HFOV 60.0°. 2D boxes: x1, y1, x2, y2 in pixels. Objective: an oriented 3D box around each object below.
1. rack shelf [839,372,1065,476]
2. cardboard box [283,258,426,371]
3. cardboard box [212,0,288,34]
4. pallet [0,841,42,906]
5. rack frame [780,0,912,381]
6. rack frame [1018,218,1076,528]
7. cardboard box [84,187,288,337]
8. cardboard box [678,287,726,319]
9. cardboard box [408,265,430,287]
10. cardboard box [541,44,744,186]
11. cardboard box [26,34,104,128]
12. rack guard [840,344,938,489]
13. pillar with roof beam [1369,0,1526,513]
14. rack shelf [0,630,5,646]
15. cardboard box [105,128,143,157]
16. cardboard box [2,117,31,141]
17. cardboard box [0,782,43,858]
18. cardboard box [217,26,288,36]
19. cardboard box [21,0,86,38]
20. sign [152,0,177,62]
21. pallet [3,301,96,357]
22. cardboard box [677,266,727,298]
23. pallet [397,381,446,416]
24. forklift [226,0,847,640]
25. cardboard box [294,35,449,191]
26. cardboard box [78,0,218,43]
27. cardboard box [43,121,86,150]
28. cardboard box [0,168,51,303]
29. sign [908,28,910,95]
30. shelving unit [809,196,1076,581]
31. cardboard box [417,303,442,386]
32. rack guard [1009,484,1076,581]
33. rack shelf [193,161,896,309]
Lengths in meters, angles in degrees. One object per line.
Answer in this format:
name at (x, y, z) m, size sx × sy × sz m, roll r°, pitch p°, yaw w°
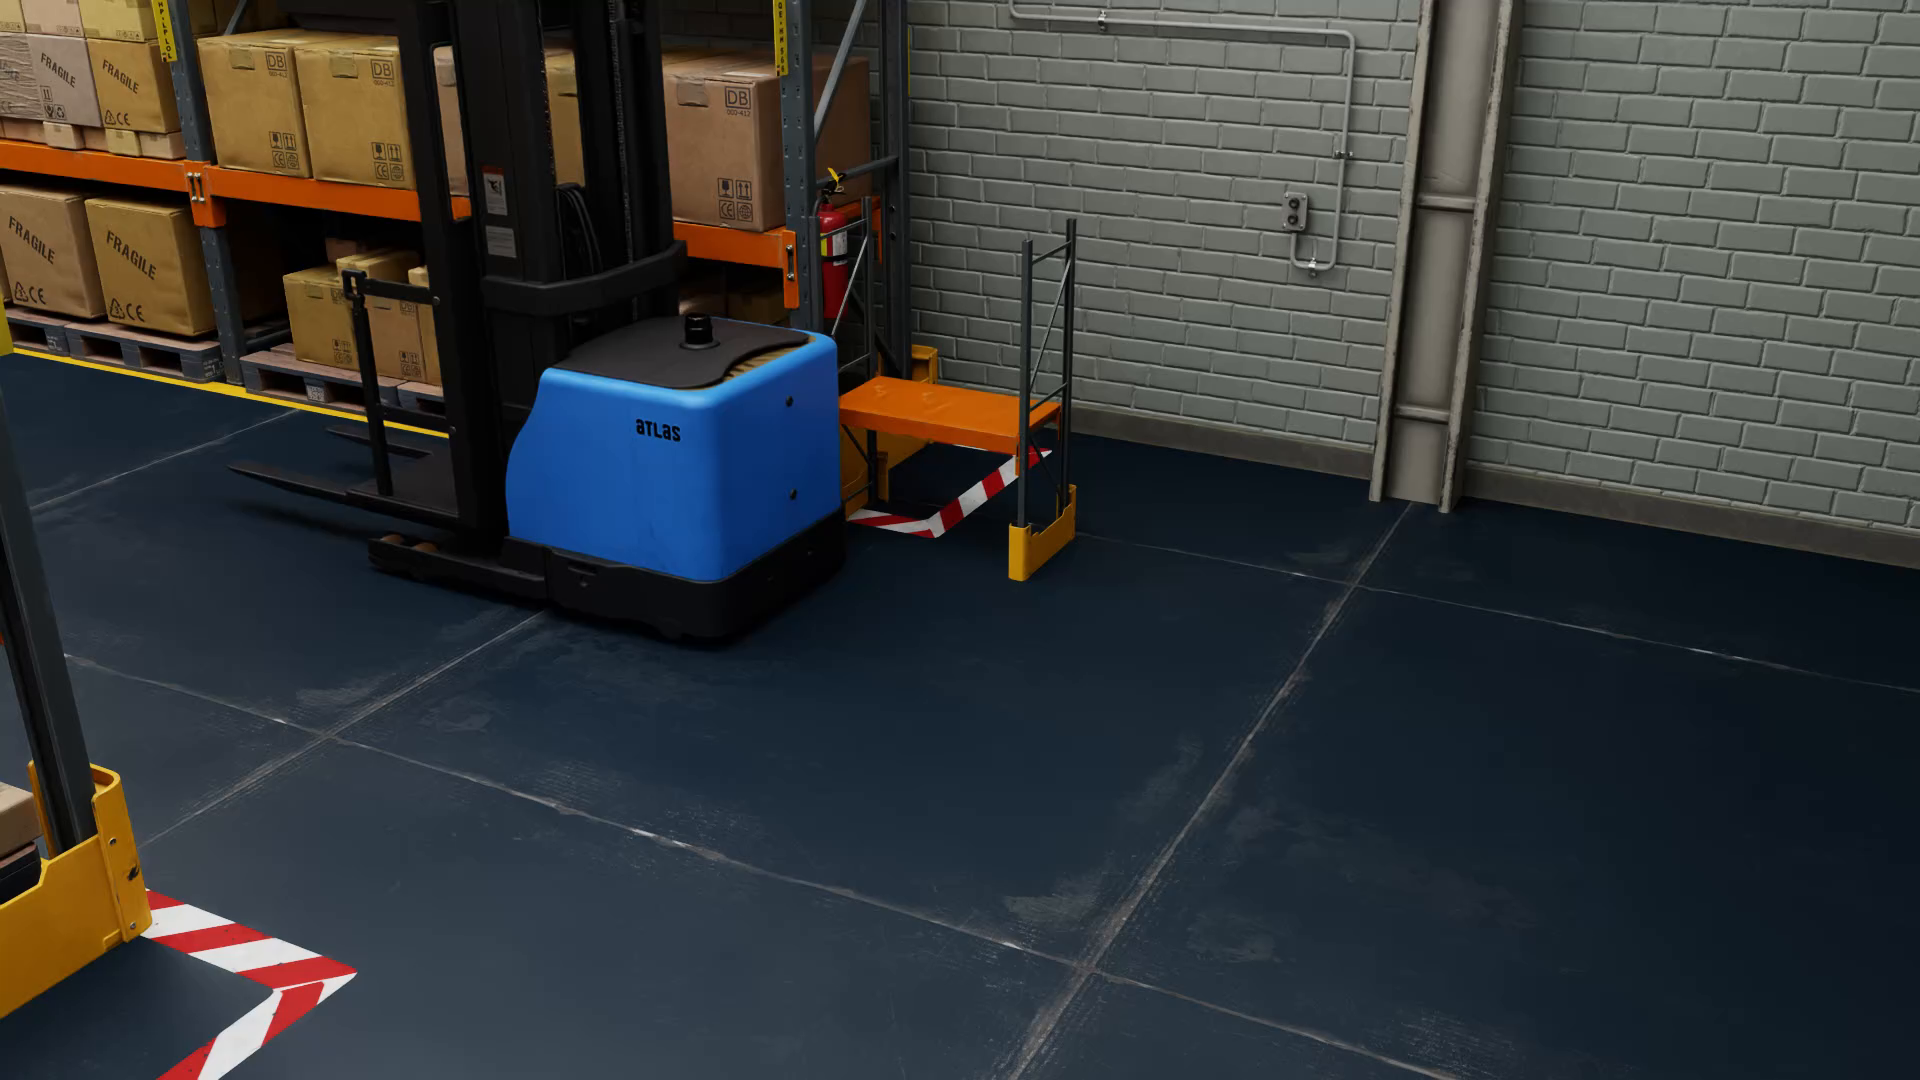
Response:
rack shelf at (-0.076, -0.540, 7.562) m, size 1.000 × 0.185 × 0.538 m, roll 11°, pitch 25°, yaw 25°
cardboard box at (-3.484, -1.353, 9.756) m, size 0.500 × 0.500 × 0.700 m, roll 12°, pitch 26°, yaw 25°
cardboard box at (-4.398, -3.187, 9.920) m, size 0.500 × 0.250 × 0.500 m, roll 12°, pitch 26°, yaw 26°
pallet at (-3.547, 1.089, 4.920) m, size 1.213 × 0.211 × 1.003 m, roll 11°, pitch 25°, yaw 25°
rack frame at (-0.535, -1.771, 8.083) m, size 0.127 × 3.000 × 1.000 m, roll 11°, pitch 25°, yaw 25°
rack frame at (0.378, -0.615, 7.281) m, size 0.032 × 1.500 × 0.500 m, roll 11°, pitch 25°, yaw 25°
cardboard box at (-4.744, -1.751, 10.245) m, size 0.750 × 0.750 × 0.750 m, roll 12°, pitch 26°, yaw 25°
cardboard box at (-1.402, -1.161, 8.475) m, size 0.250 × 0.149 × 0.380 m, roll 11°, pitch 25°, yaw 24°
cardboard box at (-2.795, -1.435, 9.120) m, size 0.250 × 0.149 × 0.380 m, roll 10°, pitch 25°, yaw 23°
cardboard box at (-1.649, -2.121, 8.520) m, size 0.700 × 0.700 × 0.980 m, roll 11°, pitch 25°, yaw 24°
cardboard box at (-5.090, -2.750, 9.850) m, size 0.500 × 0.500 × 0.500 m, roll 11°, pitch 26°, yaw 25°
rack guard at (-0.514, -0.617, 8.562) m, size 0.348 × 0.500 × 1.175 m, roll 11°, pitch 25°, yaw 25°
pillar with roof beam at (0.322, -2.854, 2.962) m, size 0.400 × 9.000 × 9.100 m, roll 11°, pitch 25°, yaw 25°
rack shelf at (-4.552, -0.063, 4.984) m, size 4.000 × 0.370 × 1.077 m, roll 11°, pitch 25°, yaw 25°
cardboard box at (-4.770, -2.369, 9.782) m, size 0.250 × 0.149 × 0.380 m, roll 12°, pitch 26°, yaw 26°
cardboard box at (-5.648, -2.572, 10.260) m, size 0.250 × 0.149 × 0.380 m, roll 10°, pitch 25°, yaw 23°
cardboard box at (-2.986, 0.875, 4.941) m, size 0.250 × 0.149 × 0.380 m, roll 11°, pitch 25°, yaw 25°
cardboard box at (-4.402, -2.839, 10.060) m, size 0.500 × 0.500 × 0.500 m, roll 10°, pitch 25°, yaw 23°
cardboard box at (-5.089, -3.102, 9.719) m, size 0.500 × 0.250 × 0.500 m, roll 12°, pitch 26°, yaw 26°
sign at (-4.341, -2.783, 9.083) m, size 0.005 × 0.325 × 0.100 m, roll 11°, pitch 25°, yaw 25°
pallet at (-5.920, -1.519, 11.053) m, size 1.213 × 0.211 × 1.003 m, roll 11°, pitch 25°, yaw 25°
cardboard box at (-1.456, -1.339, 8.893) m, size 0.250 × 0.149 × 0.380 m, roll 11°, pitch 26°, yaw 25°
pallet at (-2.369, -0.818, 9.404) m, size 1.213 × 0.211 × 1.003 m, roll 11°, pitch 25°, yaw 25°
forklift at (-2.051, -1.338, 7.151) m, size 3.031 × 2.935 × 1.130 m, roll 12°, pitch 26°, yaw 26°
cardboard box at (-2.979, -2.384, 9.139) m, size 0.700 × 0.700 × 0.980 m, roll 11°, pitch 25°, yaw 23°
cardboard box at (-4.637, -3.008, 9.499) m, size 0.500 × 0.250 × 0.500 m, roll 12°, pitch 26°, yaw 26°
cardboard box at (-5.243, -2.456, 9.988) m, size 0.250 × 0.149 × 0.380 m, roll 11°, pitch 25°, yaw 25°
cardboard box at (-6.299, -2.056, 10.961) m, size 0.750 × 0.750 × 0.750 m, roll 11°, pitch 25°, yaw 24°
sign at (-0.280, -2.399, 8.351) m, size 0.005 × 0.325 × 0.100 m, roll 11°, pitch 25°, yaw 25°
shelving unit at (-0.068, -0.704, 7.488) m, size 1.083 × 1.500 × 0.587 m, roll 11°, pitch 25°, yaw 25°
cardboard box at (-2.580, -1.172, 9.330) m, size 0.500 × 0.500 × 0.700 m, roll 12°, pitch 26°, yaw 26°
rack guard at (0.376, -0.041, 7.526) m, size 0.087 × 0.250 × 0.587 m, roll 11°, pitch 25°, yaw 25°
rack shelf at (-2.320, -1.794, 9.054) m, size 4.000 × 0.370 × 1.077 m, roll 11°, pitch 25°, yaw 25°
